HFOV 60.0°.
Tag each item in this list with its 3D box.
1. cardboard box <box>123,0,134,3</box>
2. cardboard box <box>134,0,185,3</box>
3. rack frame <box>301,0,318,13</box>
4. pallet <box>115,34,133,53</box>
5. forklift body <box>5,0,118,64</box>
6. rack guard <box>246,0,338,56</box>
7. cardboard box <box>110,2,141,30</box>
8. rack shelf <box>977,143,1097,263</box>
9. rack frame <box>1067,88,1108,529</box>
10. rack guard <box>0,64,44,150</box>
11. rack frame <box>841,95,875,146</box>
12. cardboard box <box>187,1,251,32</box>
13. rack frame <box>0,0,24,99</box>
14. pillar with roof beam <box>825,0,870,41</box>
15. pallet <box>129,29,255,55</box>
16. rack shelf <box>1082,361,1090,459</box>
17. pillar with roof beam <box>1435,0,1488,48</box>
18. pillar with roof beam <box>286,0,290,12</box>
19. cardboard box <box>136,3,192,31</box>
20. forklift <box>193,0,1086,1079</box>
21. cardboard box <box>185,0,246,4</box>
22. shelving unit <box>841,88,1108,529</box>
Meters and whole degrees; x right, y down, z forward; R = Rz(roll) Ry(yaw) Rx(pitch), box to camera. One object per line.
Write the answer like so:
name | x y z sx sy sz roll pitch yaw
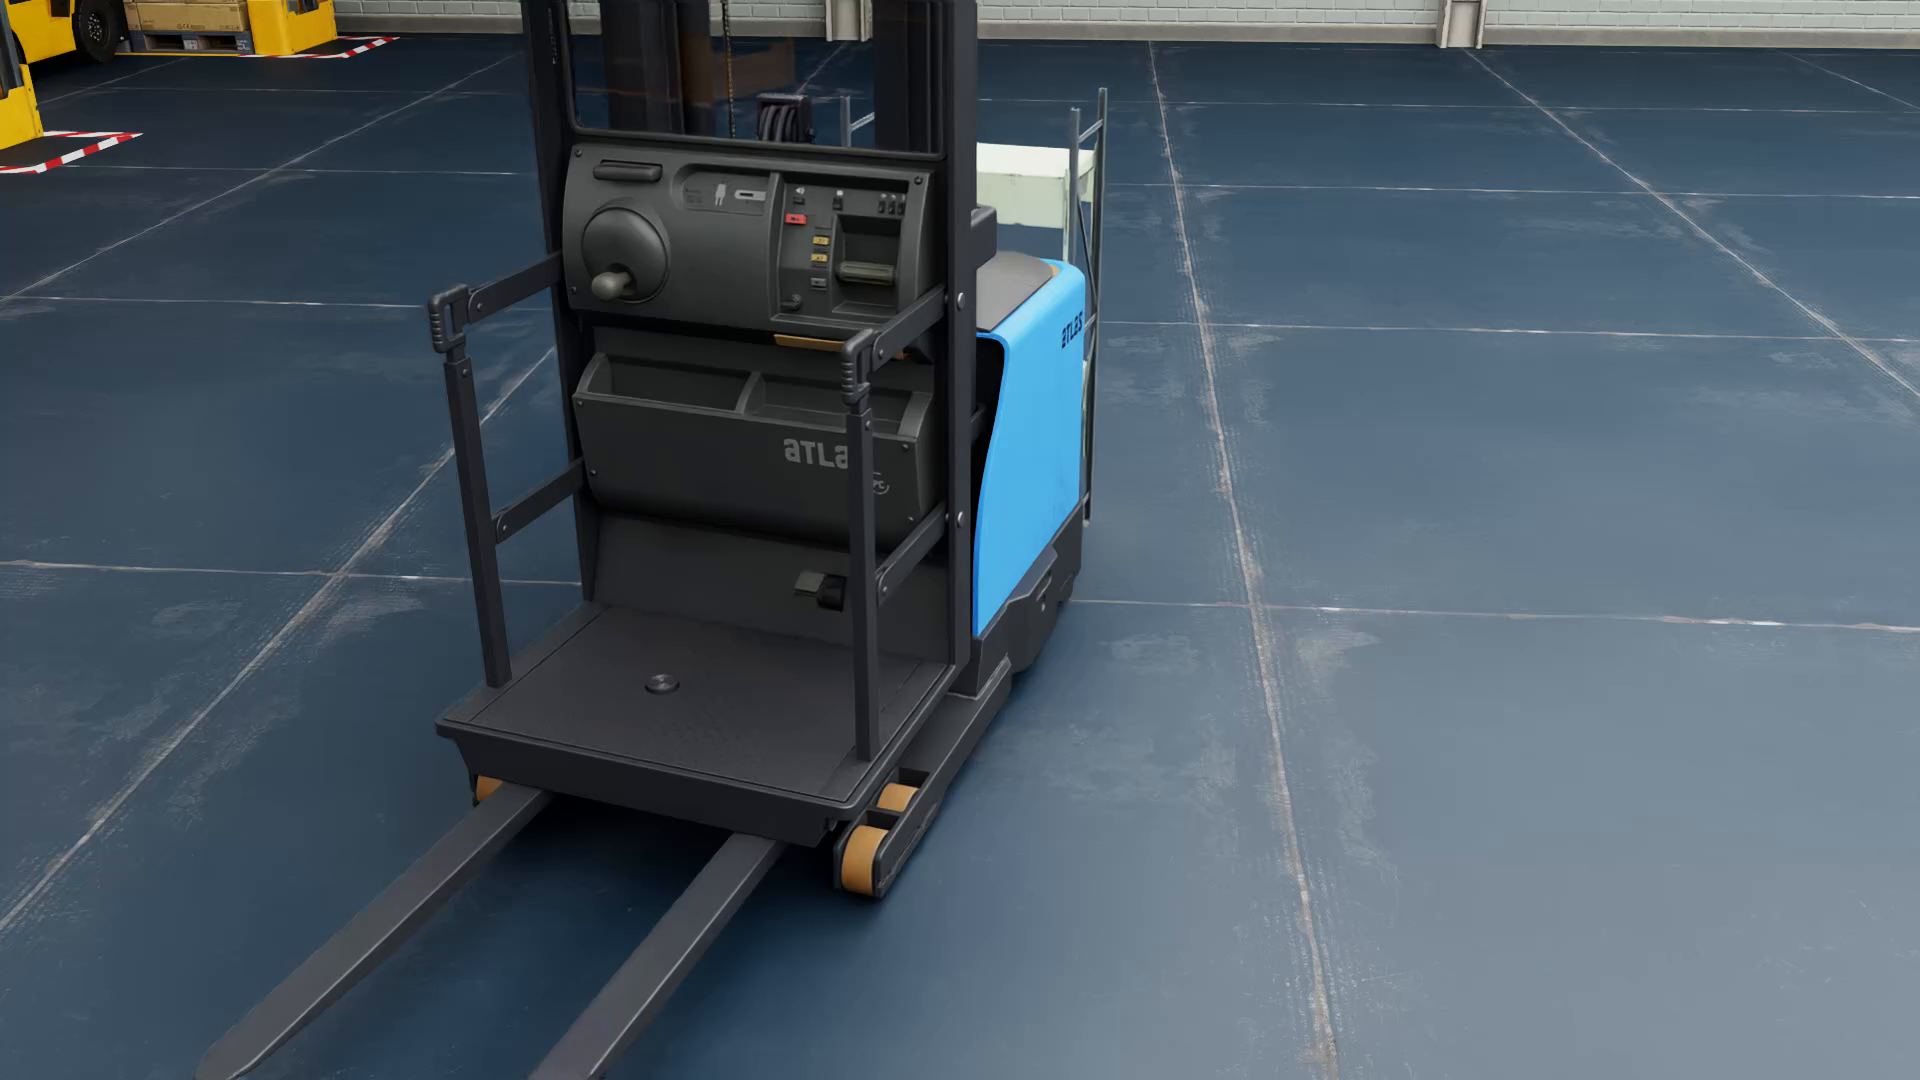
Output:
cardboard box | -8.001 -5.257 15.776 0.500 0.250 0.500 1 25 3
cardboard box | -7.485 -5.249 15.759 0.500 0.250 0.500 2 25 3
rack frame | -6.477 -6.175 15.581 0.127 3.000 1.000 2 25 4
pallet | -8.455 -4.955 16.267 1.213 0.211 1.003 2 25 4
forklift body | -8.507 -5.090 14.238 1.214 2.155 2.313 2 25 4
rack guard | -6.453 -5.039 16.102 0.348 0.500 1.175 2 25 4
cardboard box | -7.962 -5.040 15.901 0.500 0.250 0.500 2 25 5
rack shelf | 0.050 -1.077 5.363 0.720 0.370 0.431 8 26 16
rack frame | 0.398 -0.676 5.426 0.023 1.500 0.400 8 26 16
rack guard | -6.929 -2.973 11.613 0.348 0.500 1.175 2 25 4
rack frame | -0.299 -0.769 5.627 0.023 1.500 0.400 8 26 16
cardboard box | -6.969 -5.000 15.815 0.500 0.250 0.500 2 25 4
rack frame | -6.853 -4.106 11.085 0.127 3.000 1.000 2 25 4
pillar with roof beam | -1.449 -7.312 10.875 0.400 9.000 9.100 2 25 4
pallet | -7.242 -4.915 16.179 1.213 0.211 1.003 2 25 4
rack shelf | 0.050 -0.427 5.663 0.720 0.370 0.431 8 26 16
pillar with roof beam | 4.533 -7.120 10.458 0.400 9.000 9.100 2 25 4
pillar with roof beam | -7.431 -7.504 11.293 0.400 9.000 9.100 2 25 4
cardboard box | -7.464 -5.020 15.858 0.500 0.250 0.500 2 25 4
forklift | -0.586 -0.684 3.731 1.130 2.935 3.031 9 26 18
cardboard box | -6.986 -5.229 15.714 0.500 0.250 0.500 2 25 3
shelving unit | 0.050 -0.723 5.526 0.755 1.500 0.431 8 26 16
